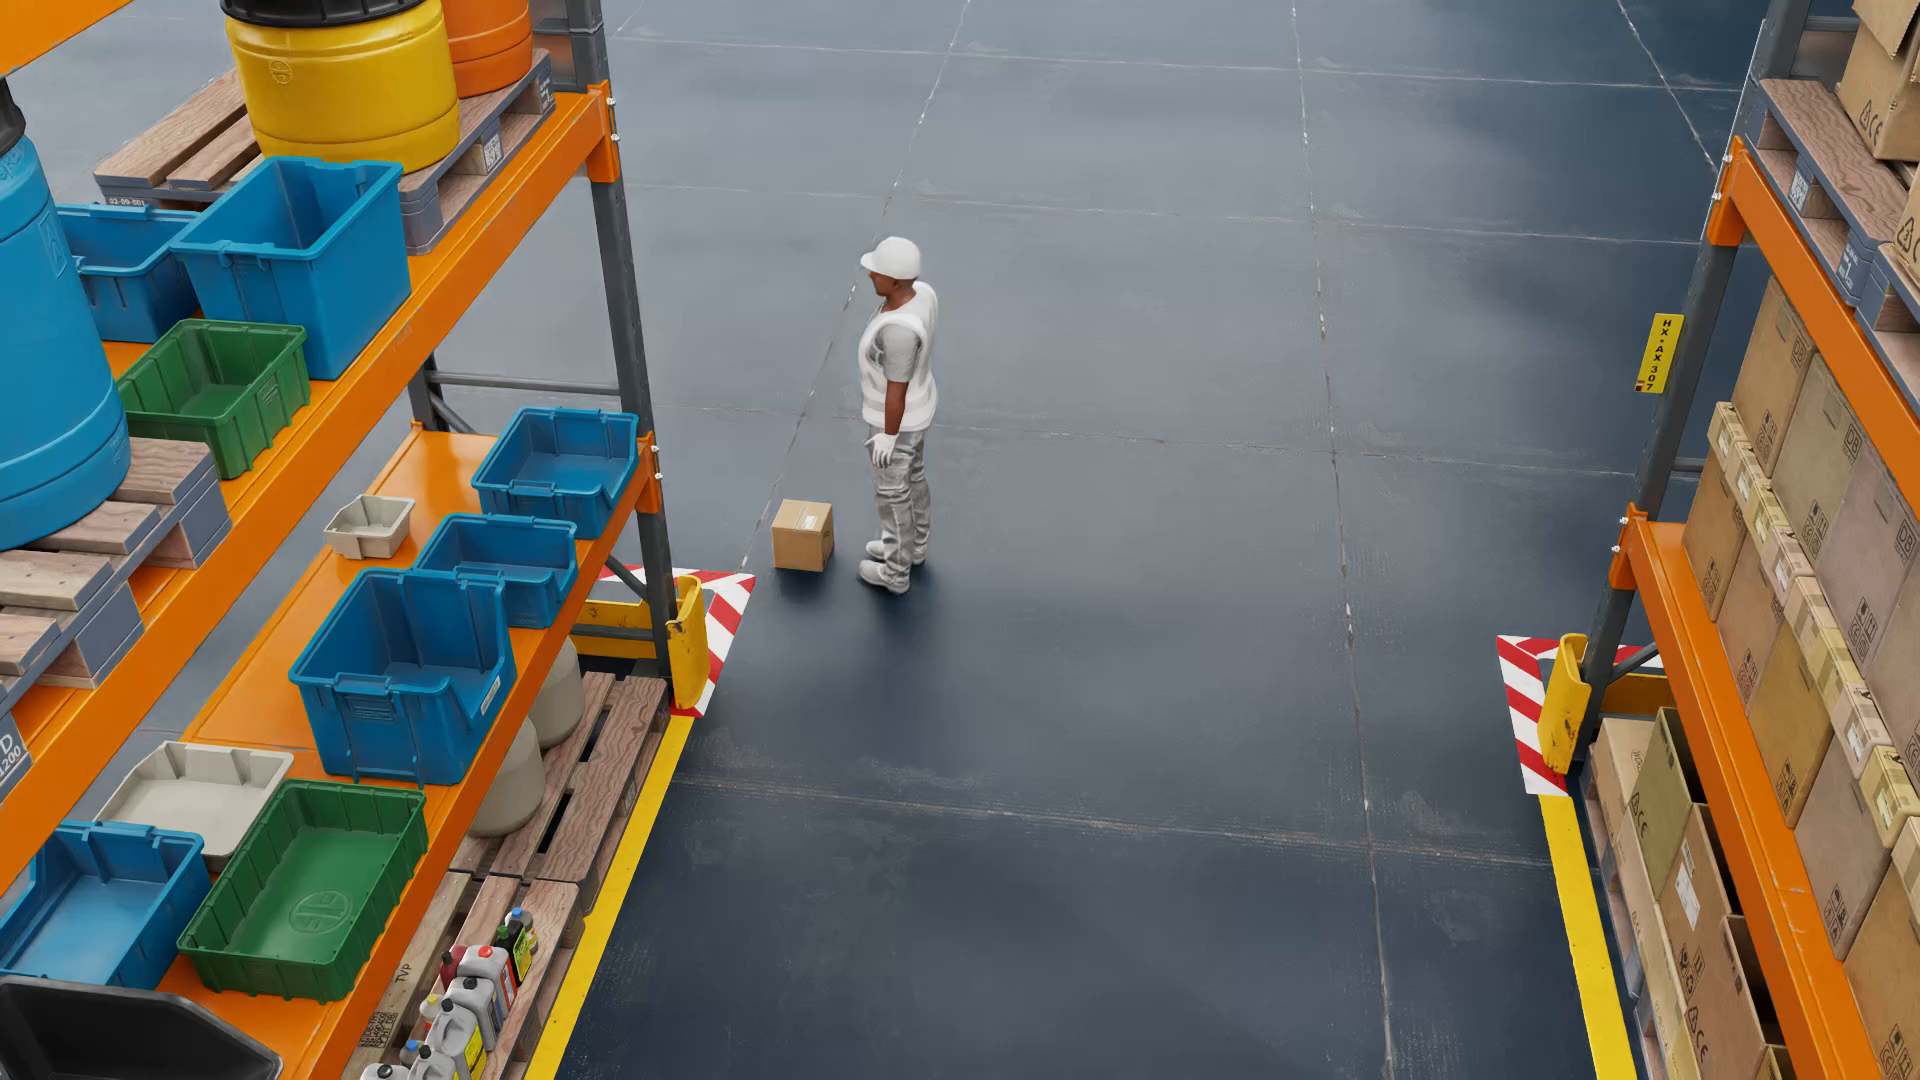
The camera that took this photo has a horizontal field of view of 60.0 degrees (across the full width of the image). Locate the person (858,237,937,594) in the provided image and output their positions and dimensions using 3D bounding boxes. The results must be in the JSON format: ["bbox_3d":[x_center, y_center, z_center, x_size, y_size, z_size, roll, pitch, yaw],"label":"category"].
[{"bbox_3d":[-0.305,-0.608,7.858,0.381,1.786,0.570,6,36,8],"label":"person"}]
